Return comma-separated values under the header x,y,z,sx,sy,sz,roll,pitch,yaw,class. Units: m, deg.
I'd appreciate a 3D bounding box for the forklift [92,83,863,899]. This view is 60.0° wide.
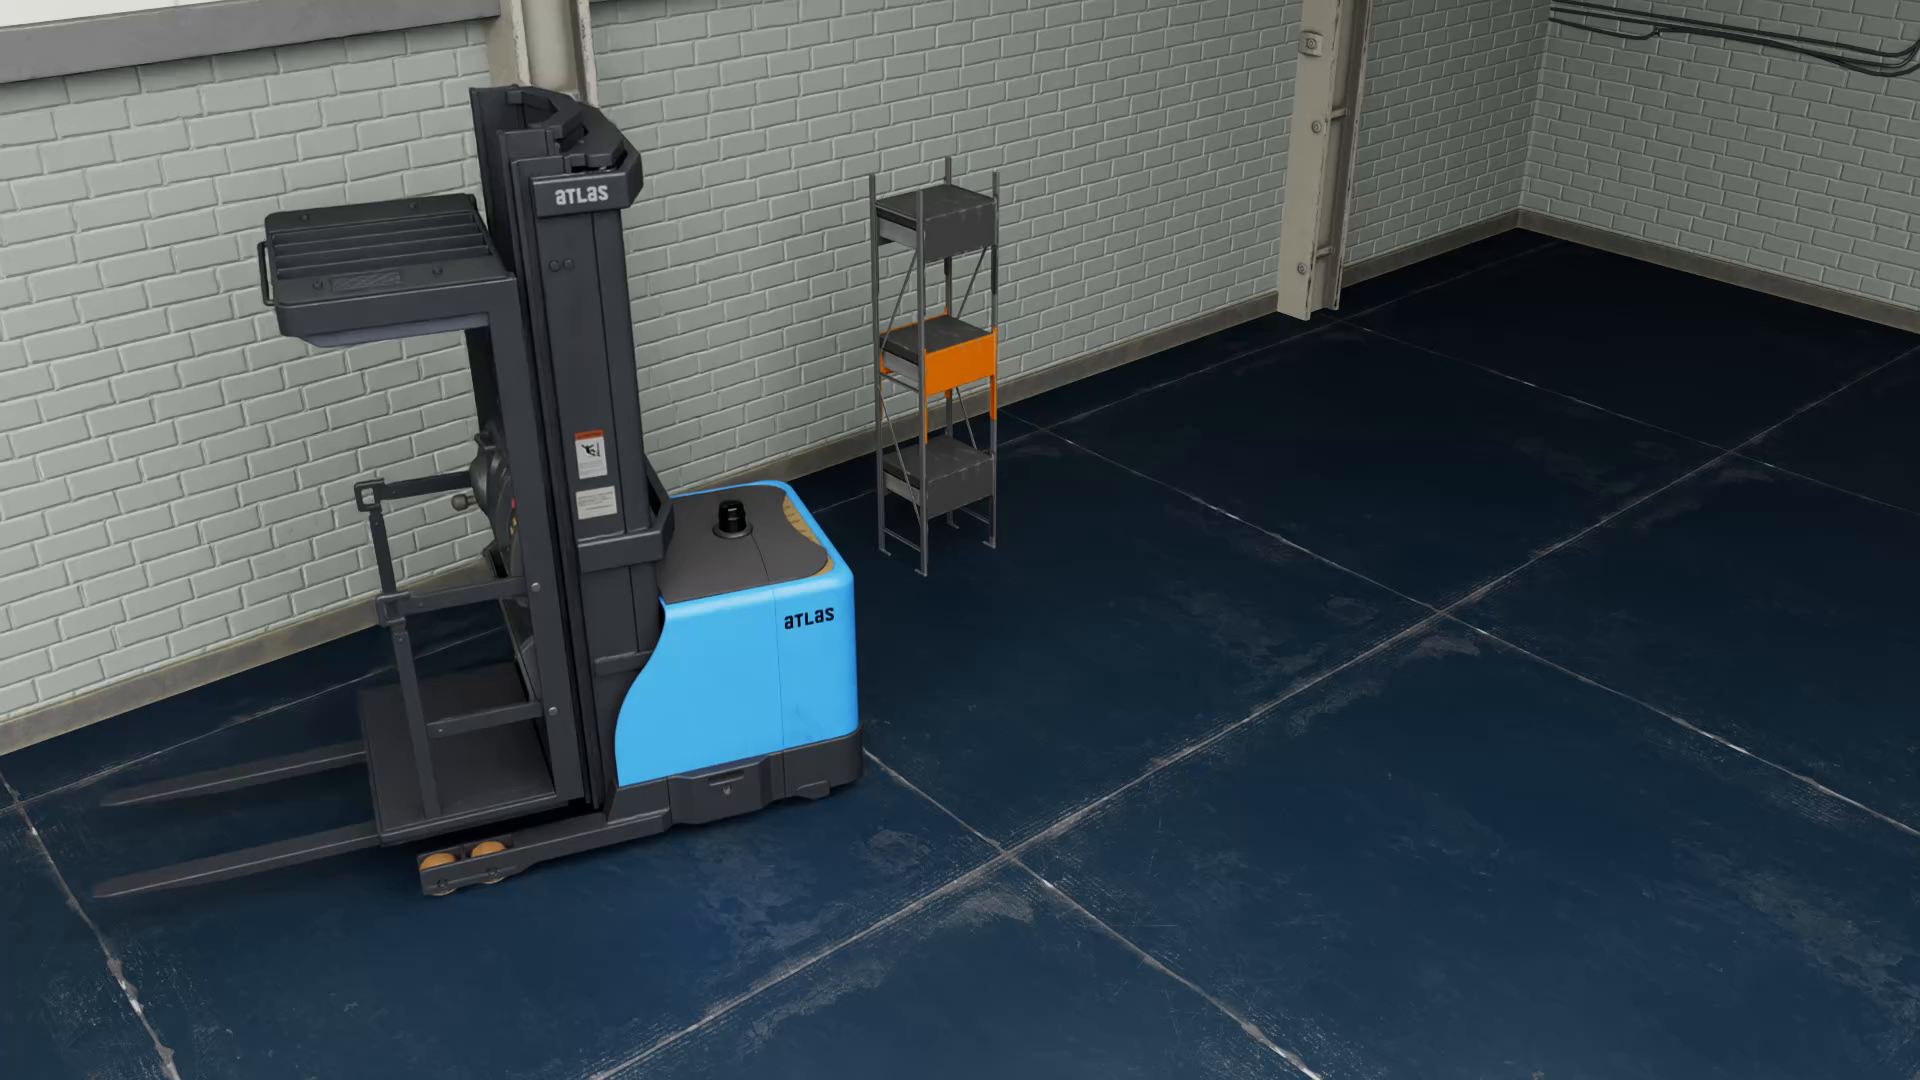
x,y,z,sx,sy,sz,roll,pitch,yaw,class
-1.989,-0.163,6.446,3.031,2.935,1.130,-11,30,-19,forklift

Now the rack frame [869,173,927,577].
x,y,z,sx,sy,sz,roll,pitch,yaw,class
-0.312,-0.801,8.521,0.015,2.100,0.400,-22,35,-35,rack frame

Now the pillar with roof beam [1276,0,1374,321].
x,y,z,sx,sy,sz,roll,pitch,yaw,class
5.396,-4.160,7.486,0.400,9.000,9.100,-22,35,-35,pillar with roof beam

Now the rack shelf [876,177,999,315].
x,y,z,sx,sy,sz,roll,pitch,yaw,class
-0.126,-1.481,8.337,0.480,0.518,0.431,-22,35,-35,rack shelf

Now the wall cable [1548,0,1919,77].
x,y,z,sx,sy,sz,roll,pitch,yaw,class
5.701,-4.761,11.906,0.112,2.526,3.097,-22,35,-35,wall cable

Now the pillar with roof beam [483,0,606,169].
x,y,z,sx,sy,sz,roll,pitch,yaw,class
0.832,-2.324,4.052,0.400,9.000,9.100,-22,35,-35,pillar with roof beam

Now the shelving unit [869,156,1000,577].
x,y,z,sx,sy,sz,roll,pitch,yaw,class
-0.126,-0.875,8.660,0.503,2.100,0.431,-22,35,-35,shelving unit

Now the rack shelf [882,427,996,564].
x,y,z,sx,sy,sz,roll,pitch,yaw,class
-0.126,-0.246,8.997,0.480,0.518,0.431,-22,35,-35,rack shelf

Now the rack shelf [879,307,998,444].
x,y,z,sx,sy,sz,roll,pitch,yaw,class
-0.126,-0.863,8.667,0.480,0.518,0.431,-22,35,-35,rack shelf

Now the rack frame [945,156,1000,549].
x,y,z,sx,sy,sz,roll,pitch,yaw,class
0.060,-0.950,8.800,0.015,2.100,0.400,-22,35,-35,rack frame
